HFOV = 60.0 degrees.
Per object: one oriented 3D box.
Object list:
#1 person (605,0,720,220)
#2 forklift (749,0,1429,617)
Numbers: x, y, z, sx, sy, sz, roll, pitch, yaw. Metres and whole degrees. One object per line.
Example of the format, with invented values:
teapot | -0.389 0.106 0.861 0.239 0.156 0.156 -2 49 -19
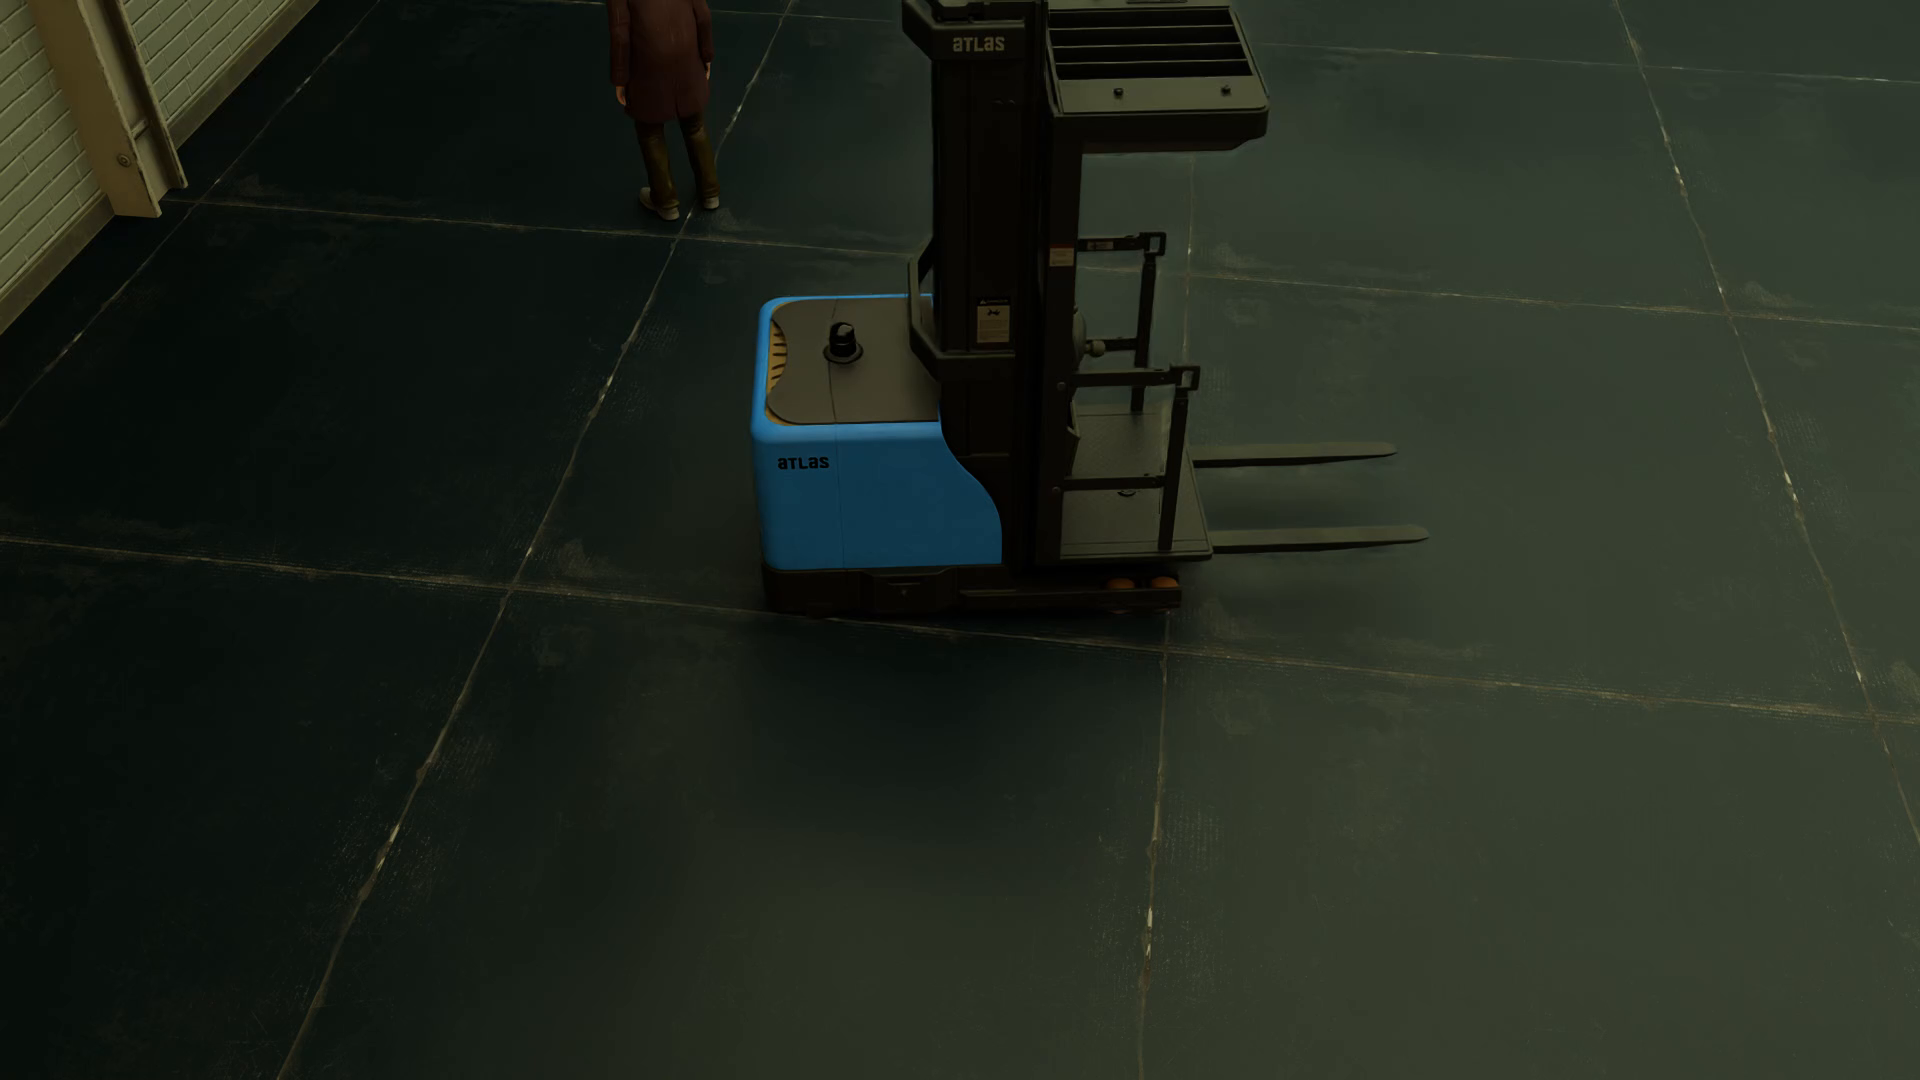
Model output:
person | -1.701 -2.685 9.504 0.643 1.772 0.435 -22 47 -22
forklift | 0.612 -1.106 6.928 3.031 2.935 1.130 -2 43 -2
